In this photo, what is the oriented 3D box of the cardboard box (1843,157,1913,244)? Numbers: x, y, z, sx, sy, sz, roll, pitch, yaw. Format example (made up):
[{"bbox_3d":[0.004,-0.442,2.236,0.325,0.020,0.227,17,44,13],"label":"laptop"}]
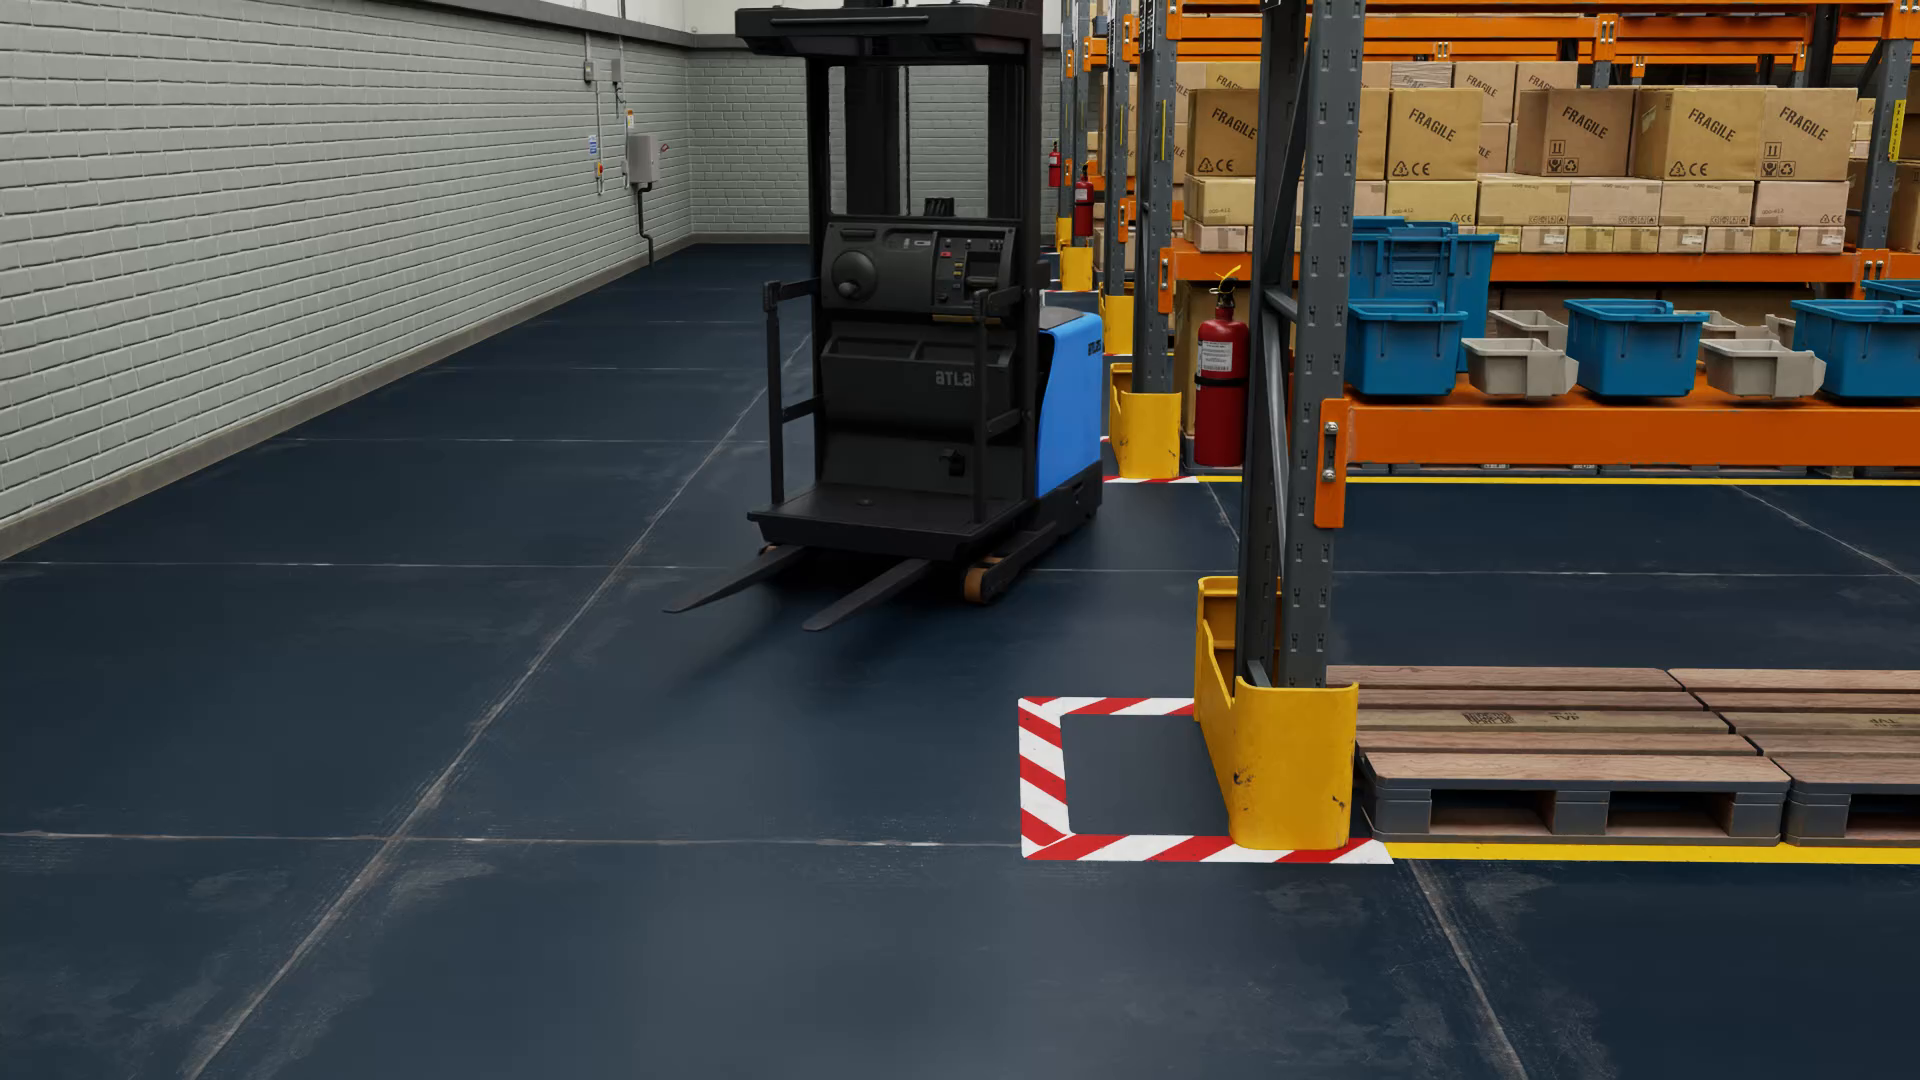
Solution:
[{"bbox_3d":[5.619,-2.043,10.008,0.500,0.500,0.500,0,15,2],"label":"cardboard box"}]

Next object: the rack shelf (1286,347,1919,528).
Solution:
[{"bbox_3d":[3.019,-0.330,5.122,4.000,0.370,1.077,0,15,1],"label":"rack shelf"}]

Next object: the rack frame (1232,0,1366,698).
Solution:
[{"bbox_3d":[1.019,-0.691,5.080,0.127,3.000,1.000,0,15,1],"label":"rack frame"}]

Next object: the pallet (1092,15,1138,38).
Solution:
[{"bbox_3d":[2.141,-5.887,19.067,1.213,0.211,1.003,0,15,1],"label":"pallet"}]

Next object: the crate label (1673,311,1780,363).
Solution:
[{"bbox_3d":[2.408,-0.632,5.256,0.243,0.136,0.396,0,15,1],"label":"crate label"}]

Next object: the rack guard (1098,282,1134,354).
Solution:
[{"bbox_3d":[1.450,-2.009,14.976,0.348,0.500,1.175,0,15,1],"label":"rack guard"}]

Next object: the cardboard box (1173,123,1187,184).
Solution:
[{"bbox_3d":[1.815,-3.337,14.330,0.500,0.500,0.500,1,15,4],"label":"cardboard box"}]

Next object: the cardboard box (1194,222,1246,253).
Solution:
[{"bbox_3d":[1.492,-1.746,9.572,0.250,0.149,0.380,1,15,2],"label":"cardboard box"}]

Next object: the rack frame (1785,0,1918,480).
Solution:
[{"bbox_3d":[5.145,-1.928,9.768,0.127,3.000,1.000,0,15,1],"label":"rack frame"}]

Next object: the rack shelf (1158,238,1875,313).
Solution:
[{"bbox_3d":[3.145,-1.593,9.910,4.000,0.370,1.077,0,15,1],"label":"rack shelf"}]

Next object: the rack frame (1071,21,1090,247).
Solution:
[{"bbox_3d":[1.399,-4.482,19.446,0.127,3.000,1.000,0,15,1],"label":"rack frame"}]

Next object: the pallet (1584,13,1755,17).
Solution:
[{"bbox_3d":[5.987,-4.521,14.083,1.003,0.211,1.213,0,15,1],"label":"pallet"}]

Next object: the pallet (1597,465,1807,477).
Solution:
[{"bbox_3d":[4.386,-0.605,10.219,1.213,0.211,1.003,0,15,1],"label":"pallet"}]

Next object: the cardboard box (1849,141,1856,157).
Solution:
[{"bbox_3d":[7.318,-3.288,14.010,0.250,0.149,0.380,0,15,0],"label":"cardboard box"}]

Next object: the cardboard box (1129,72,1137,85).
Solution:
[{"bbox_3d":[2.011,-5.270,19.009,0.250,0.149,0.380,1,15,3],"label":"cardboard box"}]

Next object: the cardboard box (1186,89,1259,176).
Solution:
[{"bbox_3d":[1.640,-2.452,9.995,0.500,0.500,0.500,1,15,2],"label":"cardboard box"}]

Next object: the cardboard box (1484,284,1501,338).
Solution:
[{"bbox_3d":[2.697,-1.140,10.124,0.875,0.875,0.875,0,15,1],"label":"cardboard box"}]

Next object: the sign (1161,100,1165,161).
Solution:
[{"bbox_3d":[1.126,-2.270,9.210,0.005,0.325,0.100,0,15,1],"label":"sign"}]

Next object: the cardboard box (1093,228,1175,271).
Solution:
[{"bbox_3d":[2.061,-3.467,19.800,0.875,0.438,0.875,0,15,0],"label":"cardboard box"}]

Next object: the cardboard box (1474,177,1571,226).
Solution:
[{"bbox_3d":[3.163,-1.946,9.545,0.500,0.250,0.500,0,15,0],"label":"cardboard box"}]

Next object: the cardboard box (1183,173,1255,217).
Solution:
[{"bbox_3d":[1.637,-2.090,10.093,0.500,0.250,0.500,0,15,1],"label":"cardboard box"}]

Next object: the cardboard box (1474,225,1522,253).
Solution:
[{"bbox_3d":[3.030,-1.737,9.535,0.250,0.149,0.380,0,15,0],"label":"cardboard box"}]

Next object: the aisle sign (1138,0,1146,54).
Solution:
[{"bbox_3d":[1.082,-3.288,9.827,0.004,0.787,0.394,0,15,1],"label":"aisle sign"}]

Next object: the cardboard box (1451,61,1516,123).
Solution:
[{"bbox_3d":[4.379,-3.804,14.140,0.500,0.500,0.500,0,15,0],"label":"cardboard box"}]

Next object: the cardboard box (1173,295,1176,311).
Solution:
[{"bbox_3d":[1.891,-2.118,14.670,0.250,0.149,0.380,1,15,4],"label":"cardboard box"}]

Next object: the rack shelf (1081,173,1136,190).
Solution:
[{"bbox_3d":[3.398,-4.121,19.489,4.000,0.370,1.077,0,15,1],"label":"rack shelf"}]

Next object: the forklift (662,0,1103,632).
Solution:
[{"bbox_3d":[-0.273,-1.254,7.348,1.130,2.935,3.031,6,16,21],"label":"forklift"}]

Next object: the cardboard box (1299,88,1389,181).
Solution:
[{"bbox_3d":[2.119,-2.313,9.468,0.500,0.500,0.500,0,15,0],"label":"cardboard box"}]

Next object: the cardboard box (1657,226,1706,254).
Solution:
[{"bbox_3d":[4.060,-1.730,9.510,0.250,0.149,0.380,1,15,2],"label":"cardboard box"}]

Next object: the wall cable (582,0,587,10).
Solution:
[{"bbox_3d":[-4.295,-7.347,18.549,0.029,3.000,0.463,0,15,1],"label":"wall cable"}]

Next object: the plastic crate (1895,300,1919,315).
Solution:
[{"bbox_3d":[2.874,-0.543,4.729,0.300,0.233,0.416,0,15,1],"label":"plastic crate"}]

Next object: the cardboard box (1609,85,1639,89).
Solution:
[{"bbox_3d":[7.358,-4.909,18.911,0.500,0.500,0.500,0,15,1],"label":"cardboard box"}]

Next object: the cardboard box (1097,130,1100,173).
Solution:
[{"bbox_3d":[1.888,-4.594,19.677,0.500,0.500,0.500,0,15,2],"label":"cardboard box"}]

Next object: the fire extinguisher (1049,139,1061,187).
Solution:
[{"bbox_3d":[1.363,-5.413,23.859,0.183,0.674,0.296,0,15,1],"label":"fire extinguisher"}]

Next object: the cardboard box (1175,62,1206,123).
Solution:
[{"bbox_3d":[1.816,-3.824,14.213,0.500,0.500,0.500,0,15,1],"label":"cardboard box"}]

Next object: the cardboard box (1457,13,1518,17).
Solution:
[{"bbox_3d":[4.376,-4.511,13.971,0.500,0.250,0.500,0,15,1],"label":"cardboard box"}]

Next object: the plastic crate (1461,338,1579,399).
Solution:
[{"bbox_3d":[1.576,-0.484,4.693,0.298,0.136,0.250,0,15,1],"label":"plastic crate"}]

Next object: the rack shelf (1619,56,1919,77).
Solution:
[{"bbox_3d":[11.519,-6.785,23.706,4.000,0.370,1.077,0,15,1],"label":"rack shelf"}]

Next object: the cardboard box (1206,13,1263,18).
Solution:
[{"bbox_3d":[2.342,-4.524,14.020,0.500,0.250,0.500,1,15,3],"label":"cardboard box"}]

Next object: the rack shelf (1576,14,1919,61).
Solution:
[{"bbox_3d":[7.372,-4.282,14.220,4.000,0.370,1.077,0,15,1],"label":"rack shelf"}]

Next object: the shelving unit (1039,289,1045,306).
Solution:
[{"bbox_3d":[0.176,-0.838,9.146,0.503,1.200,0.258,6,14,20],"label":"shelving unit"}]

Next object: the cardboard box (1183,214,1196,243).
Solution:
[{"bbox_3d":[1.510,-1.914,10.209,0.250,0.149,0.380,1,15,2],"label":"cardboard box"}]

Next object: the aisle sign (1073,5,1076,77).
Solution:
[{"bbox_3d":[1.335,-5.818,19.416,0.004,0.787,0.394,0,15,1],"label":"aisle sign"}]

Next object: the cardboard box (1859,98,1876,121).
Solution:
[{"bbox_3d":[10.362,-4.761,18.904,0.500,0.500,0.500,1,15,4],"label":"cardboard box"}]
